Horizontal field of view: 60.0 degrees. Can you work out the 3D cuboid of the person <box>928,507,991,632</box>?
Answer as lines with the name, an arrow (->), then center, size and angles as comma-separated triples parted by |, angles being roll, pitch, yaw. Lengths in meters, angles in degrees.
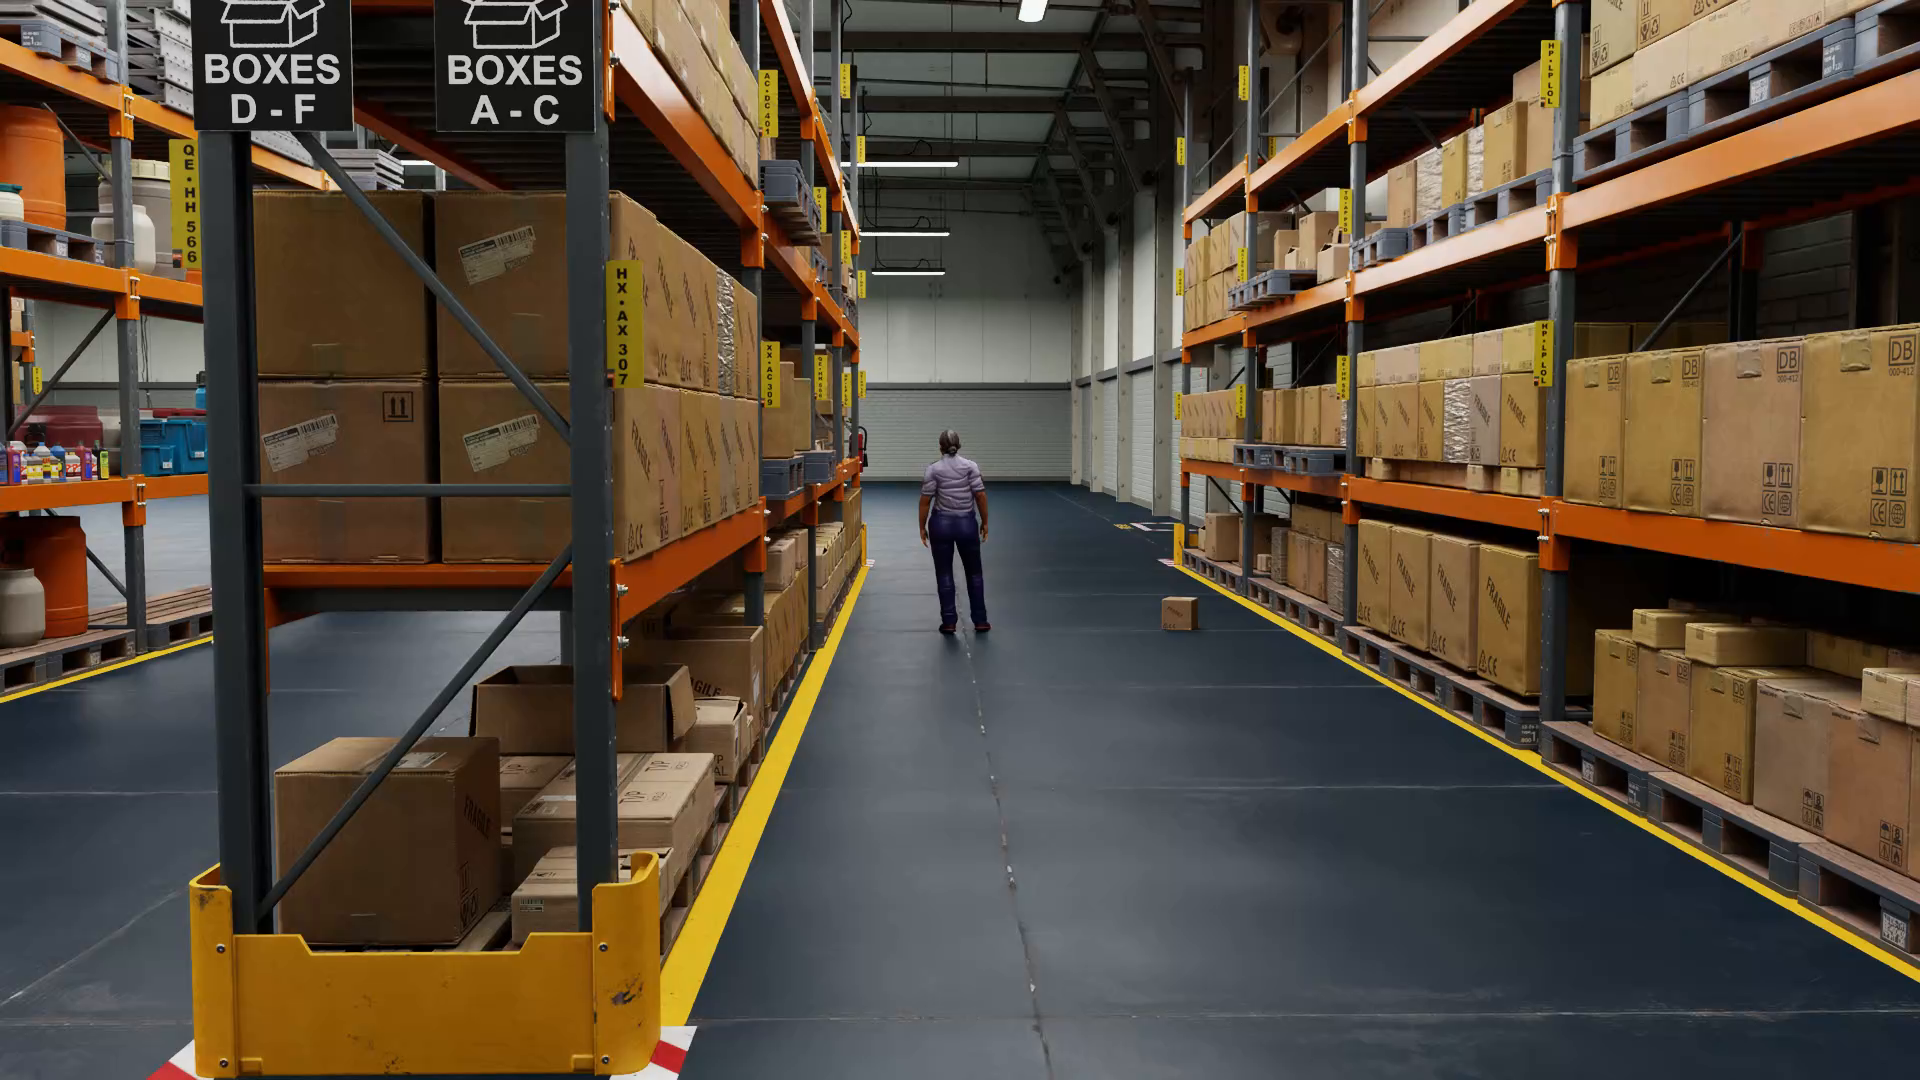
person -> 0.012, 0.232, 13.614 | 0.501, 1.033, 0.461 | 0, 4, -2
